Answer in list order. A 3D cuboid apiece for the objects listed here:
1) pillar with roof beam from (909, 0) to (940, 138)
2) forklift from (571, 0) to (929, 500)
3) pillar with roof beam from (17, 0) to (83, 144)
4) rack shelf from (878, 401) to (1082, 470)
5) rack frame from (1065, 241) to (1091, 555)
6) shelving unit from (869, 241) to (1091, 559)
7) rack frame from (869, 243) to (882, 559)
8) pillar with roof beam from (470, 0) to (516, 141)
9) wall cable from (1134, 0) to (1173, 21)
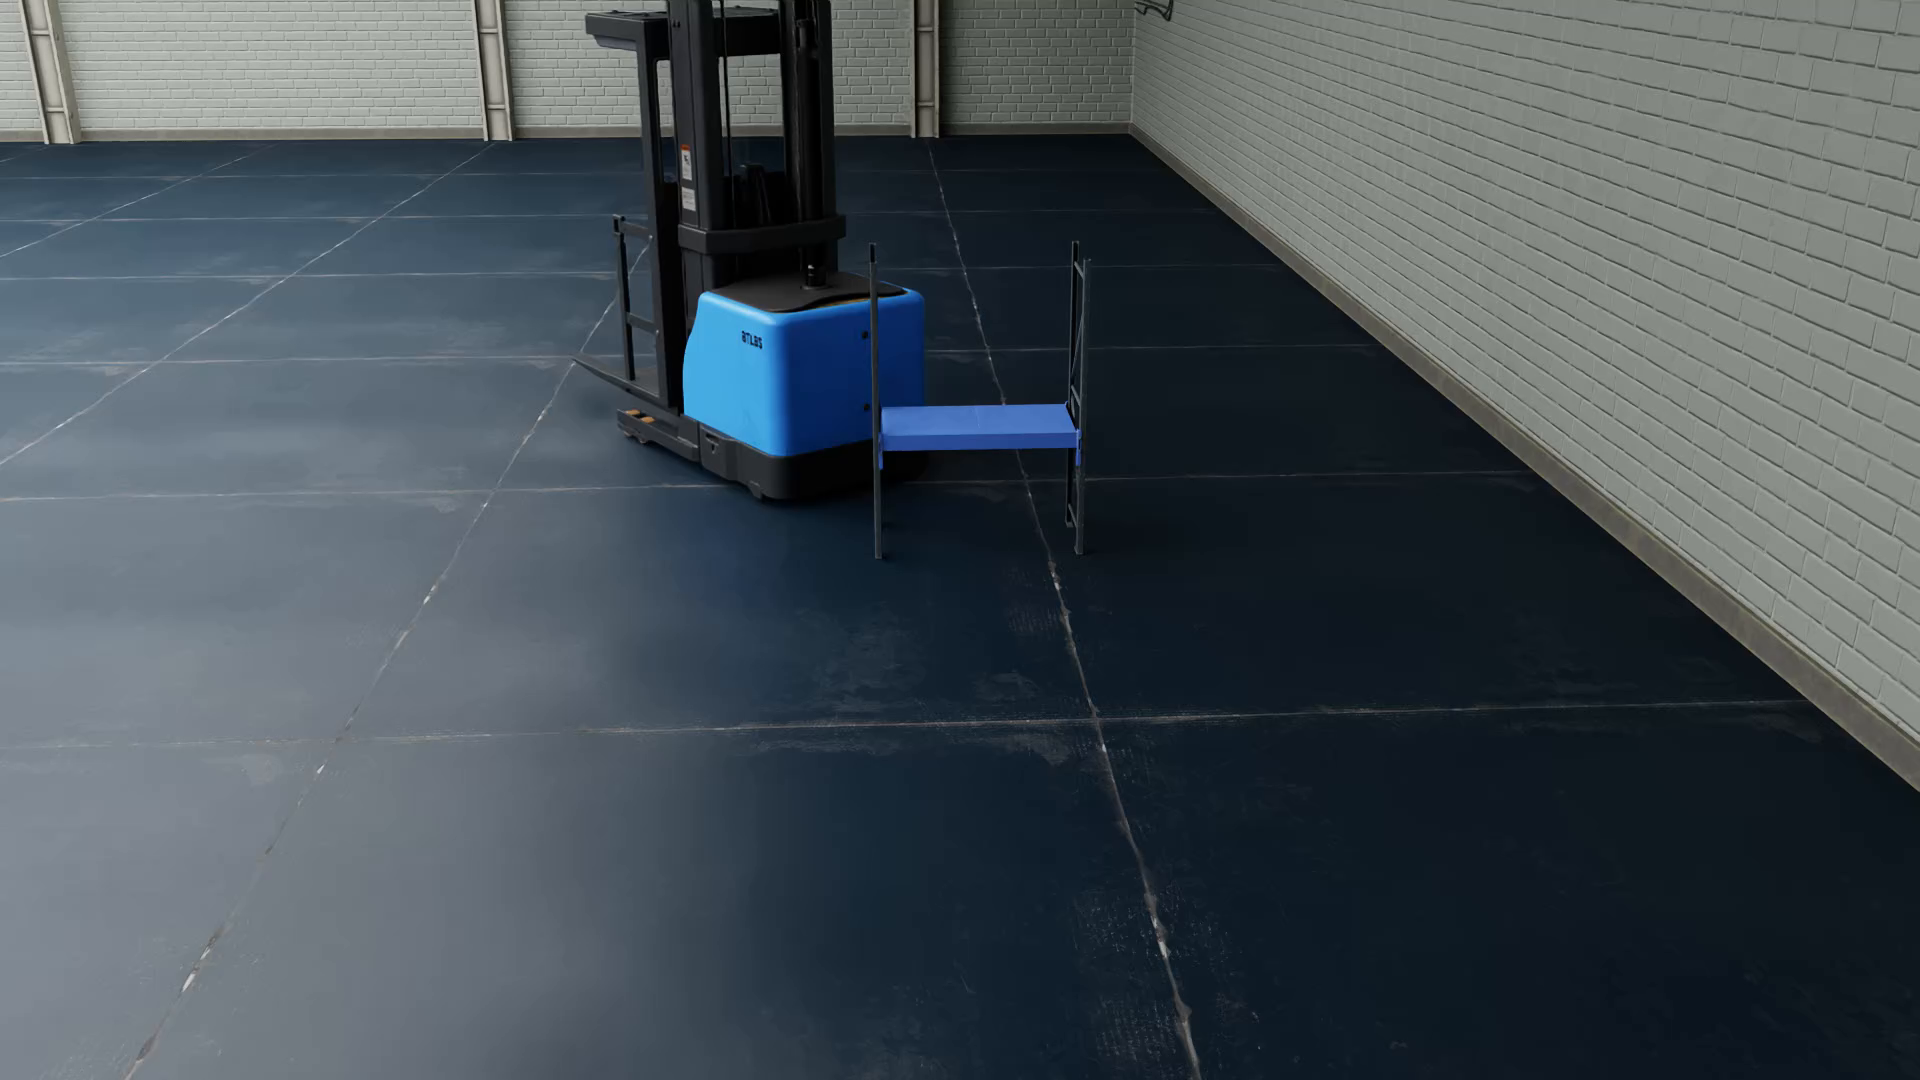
[{"bbox_3d":[-0.254,-8.459,18.191,0.400,9.000,9.100,-1,21,-3],"label":"pillar with roof beam"},{"bbox_3d":[-1.465,-2.049,9.882,1.130,2.935,3.031,-15,25,-34],"label":"forklift"},{"bbox_3d":[-12.234,-8.215,17.551,0.400,9.000,9.100,-1,21,-3],"label":"pillar with roof beam"},{"bbox_3d":[0.085,-0.535,8.423,1.000,0.185,0.538,-1,21,-3],"label":"rack shelf"},{"bbox_3d":[0.593,-0.713,8.386,0.032,1.500,0.500,-1,21,-3],"label":"rack frame"},{"bbox_3d":[0.085,-0.703,8.359,1.048,1.500,0.538,-1,21,-3],"label":"shelving unit"},{"bbox_3d":[-0.422,-0.692,8.332,0.032,1.500,0.500,-1,21,-3],"label":"rack frame"},{"bbox_3d":[-6.244,-8.337,17.871,0.400,9.000,9.100,-1,21,-3],"label":"pillar with roof beam"},{"bbox_3d":[2.517,-8.127,21.684,0.112,2.526,3.097,-1,21,-3],"label":"wall cable"}]
